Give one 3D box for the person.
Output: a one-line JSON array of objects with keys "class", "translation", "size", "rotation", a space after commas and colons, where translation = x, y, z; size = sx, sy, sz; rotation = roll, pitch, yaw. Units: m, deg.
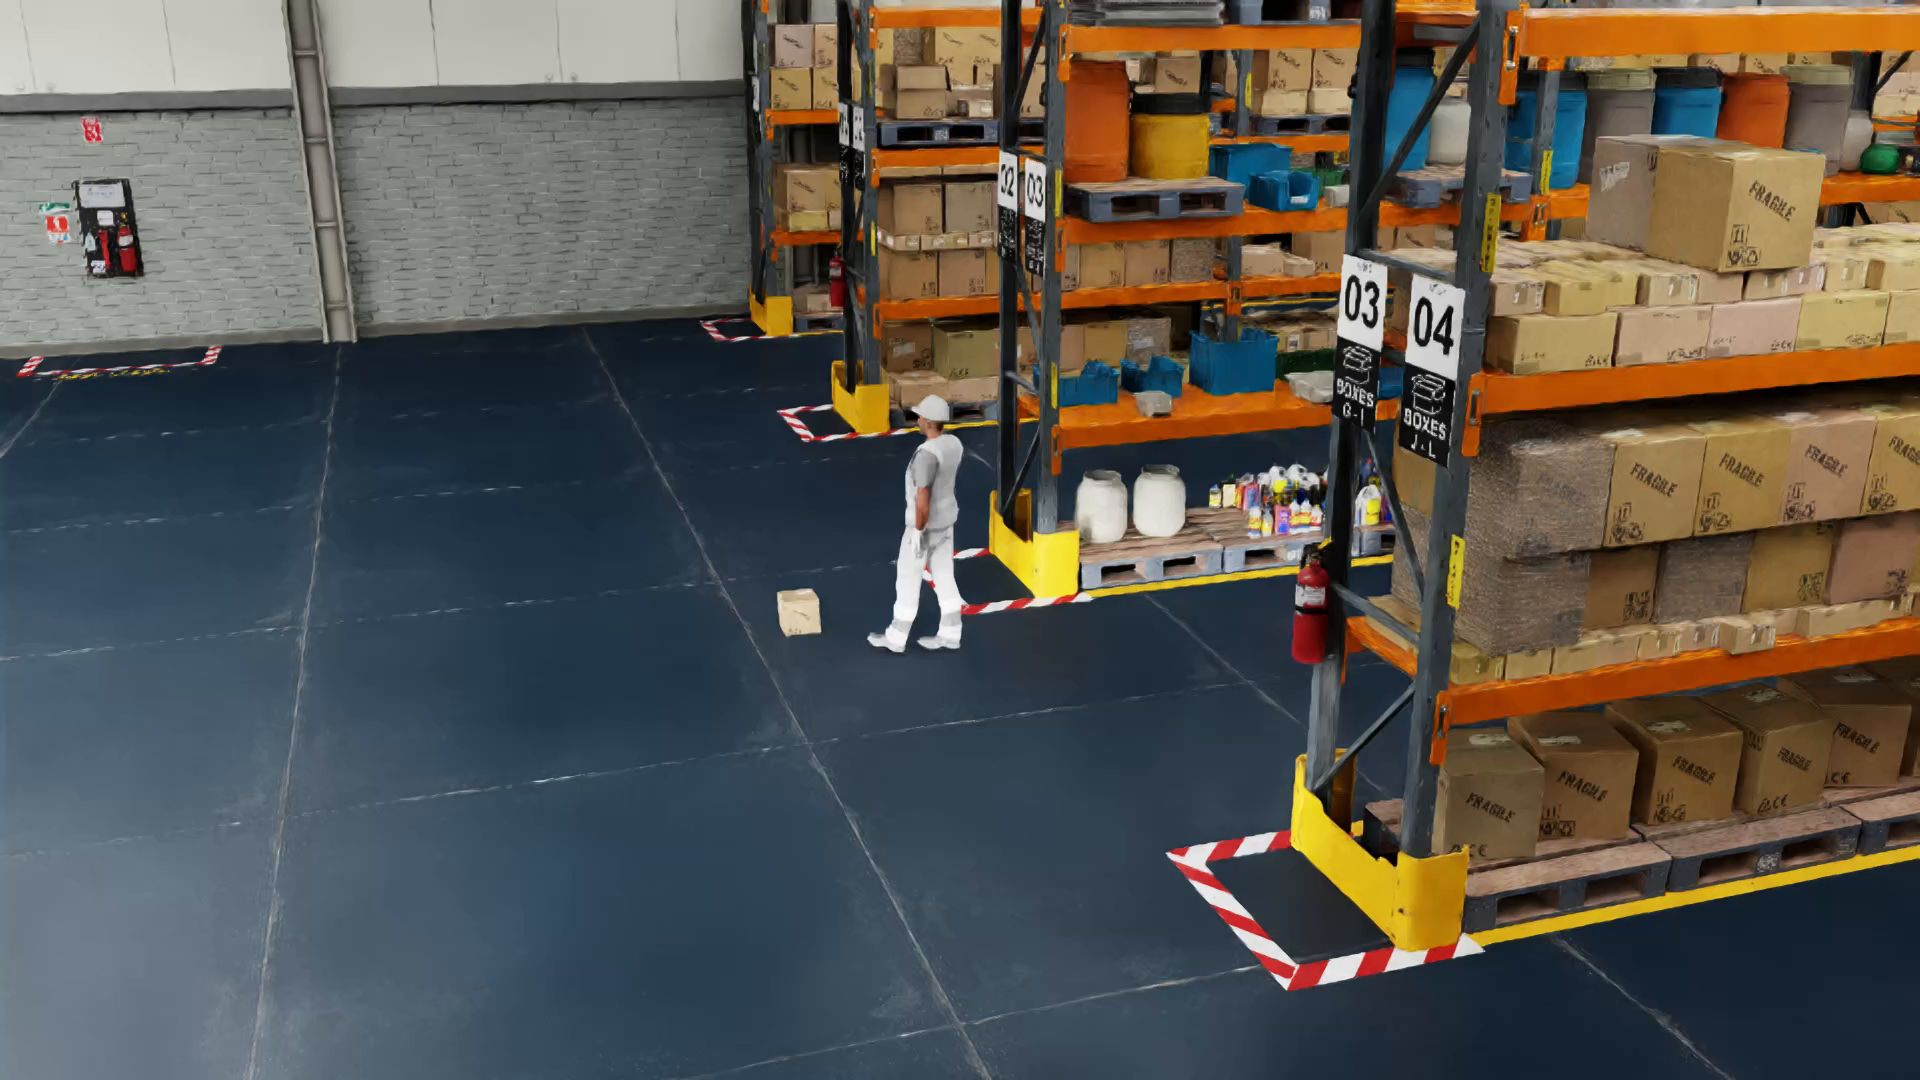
[{"class": "person", "translation": [-0.299, -0.120, 11.333], "size": [0.602, 1.785, 0.564], "rotation": [10, 21, 26]}]
